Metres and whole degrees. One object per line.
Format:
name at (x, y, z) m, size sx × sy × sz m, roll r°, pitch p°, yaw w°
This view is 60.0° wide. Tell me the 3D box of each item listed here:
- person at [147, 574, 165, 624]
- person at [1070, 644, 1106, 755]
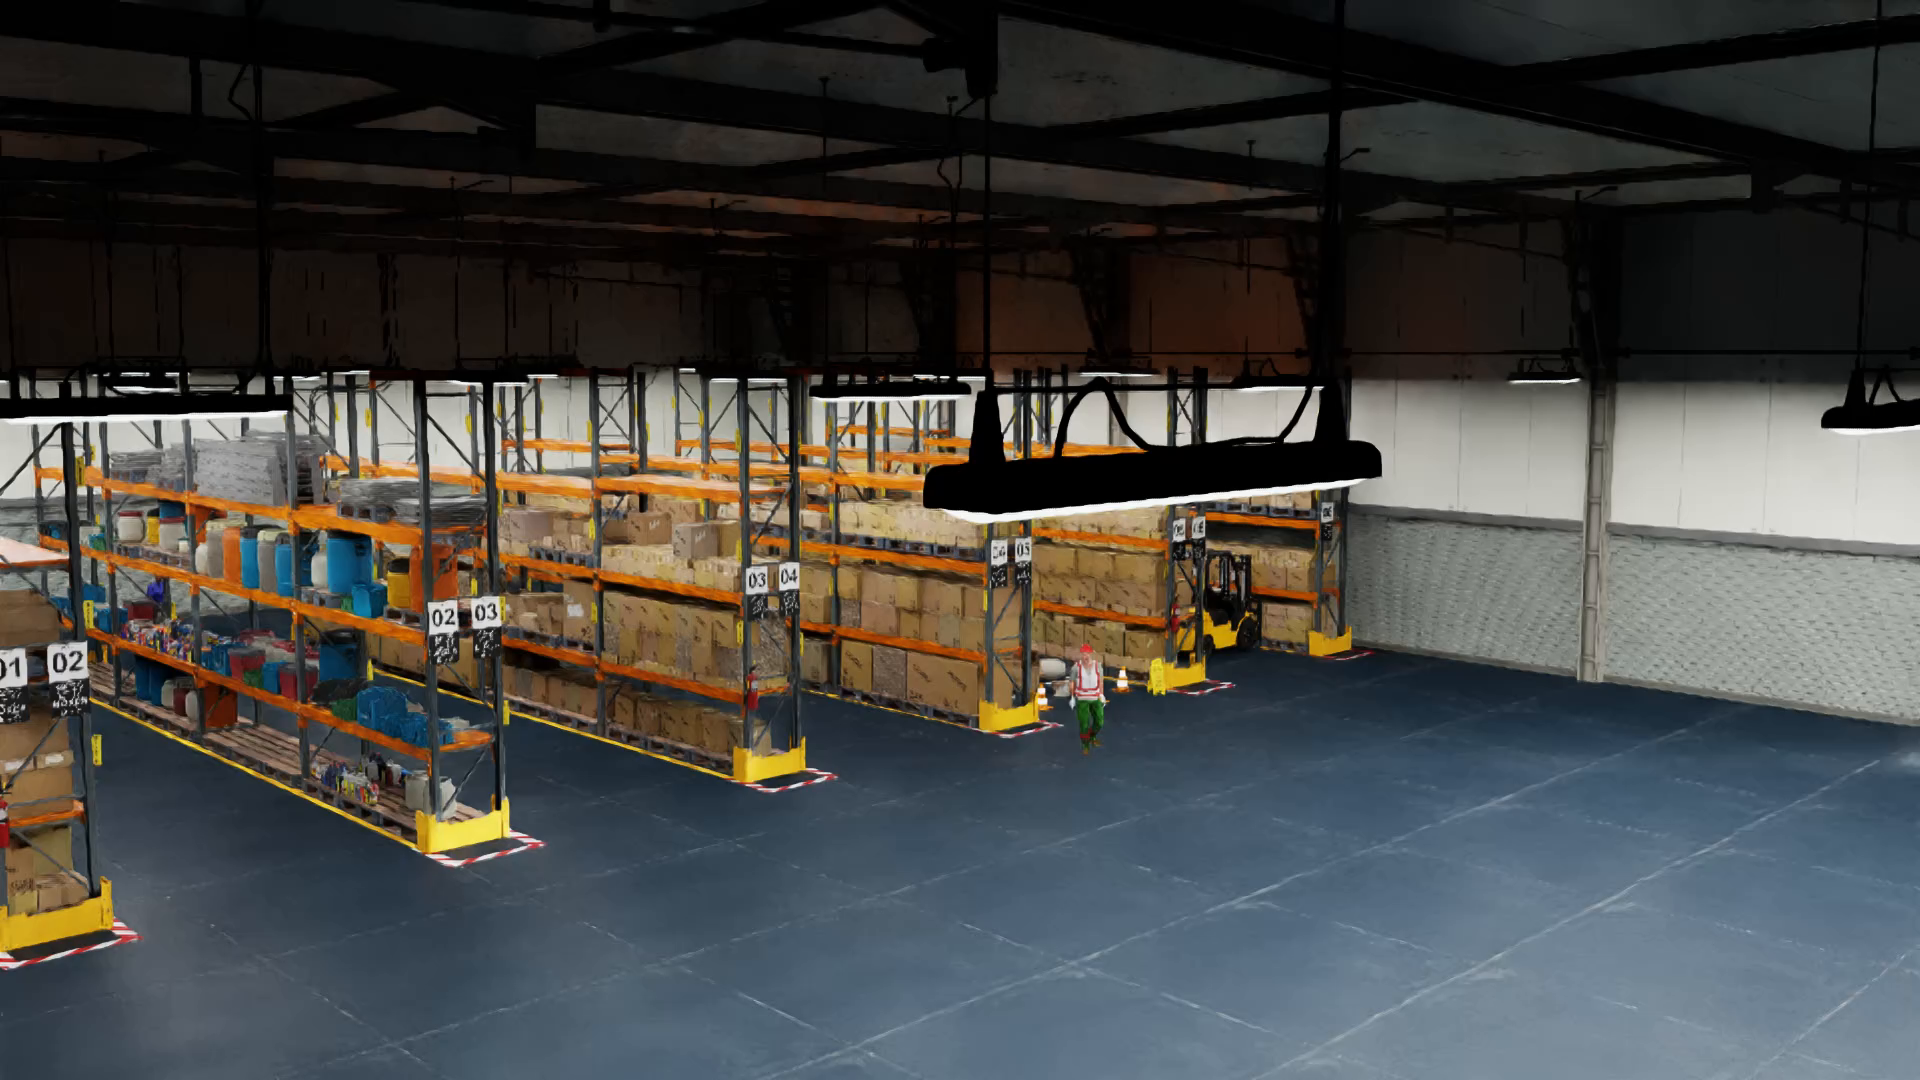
person at (-17.523, 1.431, 36.370) m, size 0.447 × 1.574 × 1.088 m, roll -6°, pitch 9°, yaw -42°
person at (2.011, 2.493, 26.249) m, size 0.587 × 1.780 × 0.573 m, roll -1°, pitch 7°, yaw -9°
